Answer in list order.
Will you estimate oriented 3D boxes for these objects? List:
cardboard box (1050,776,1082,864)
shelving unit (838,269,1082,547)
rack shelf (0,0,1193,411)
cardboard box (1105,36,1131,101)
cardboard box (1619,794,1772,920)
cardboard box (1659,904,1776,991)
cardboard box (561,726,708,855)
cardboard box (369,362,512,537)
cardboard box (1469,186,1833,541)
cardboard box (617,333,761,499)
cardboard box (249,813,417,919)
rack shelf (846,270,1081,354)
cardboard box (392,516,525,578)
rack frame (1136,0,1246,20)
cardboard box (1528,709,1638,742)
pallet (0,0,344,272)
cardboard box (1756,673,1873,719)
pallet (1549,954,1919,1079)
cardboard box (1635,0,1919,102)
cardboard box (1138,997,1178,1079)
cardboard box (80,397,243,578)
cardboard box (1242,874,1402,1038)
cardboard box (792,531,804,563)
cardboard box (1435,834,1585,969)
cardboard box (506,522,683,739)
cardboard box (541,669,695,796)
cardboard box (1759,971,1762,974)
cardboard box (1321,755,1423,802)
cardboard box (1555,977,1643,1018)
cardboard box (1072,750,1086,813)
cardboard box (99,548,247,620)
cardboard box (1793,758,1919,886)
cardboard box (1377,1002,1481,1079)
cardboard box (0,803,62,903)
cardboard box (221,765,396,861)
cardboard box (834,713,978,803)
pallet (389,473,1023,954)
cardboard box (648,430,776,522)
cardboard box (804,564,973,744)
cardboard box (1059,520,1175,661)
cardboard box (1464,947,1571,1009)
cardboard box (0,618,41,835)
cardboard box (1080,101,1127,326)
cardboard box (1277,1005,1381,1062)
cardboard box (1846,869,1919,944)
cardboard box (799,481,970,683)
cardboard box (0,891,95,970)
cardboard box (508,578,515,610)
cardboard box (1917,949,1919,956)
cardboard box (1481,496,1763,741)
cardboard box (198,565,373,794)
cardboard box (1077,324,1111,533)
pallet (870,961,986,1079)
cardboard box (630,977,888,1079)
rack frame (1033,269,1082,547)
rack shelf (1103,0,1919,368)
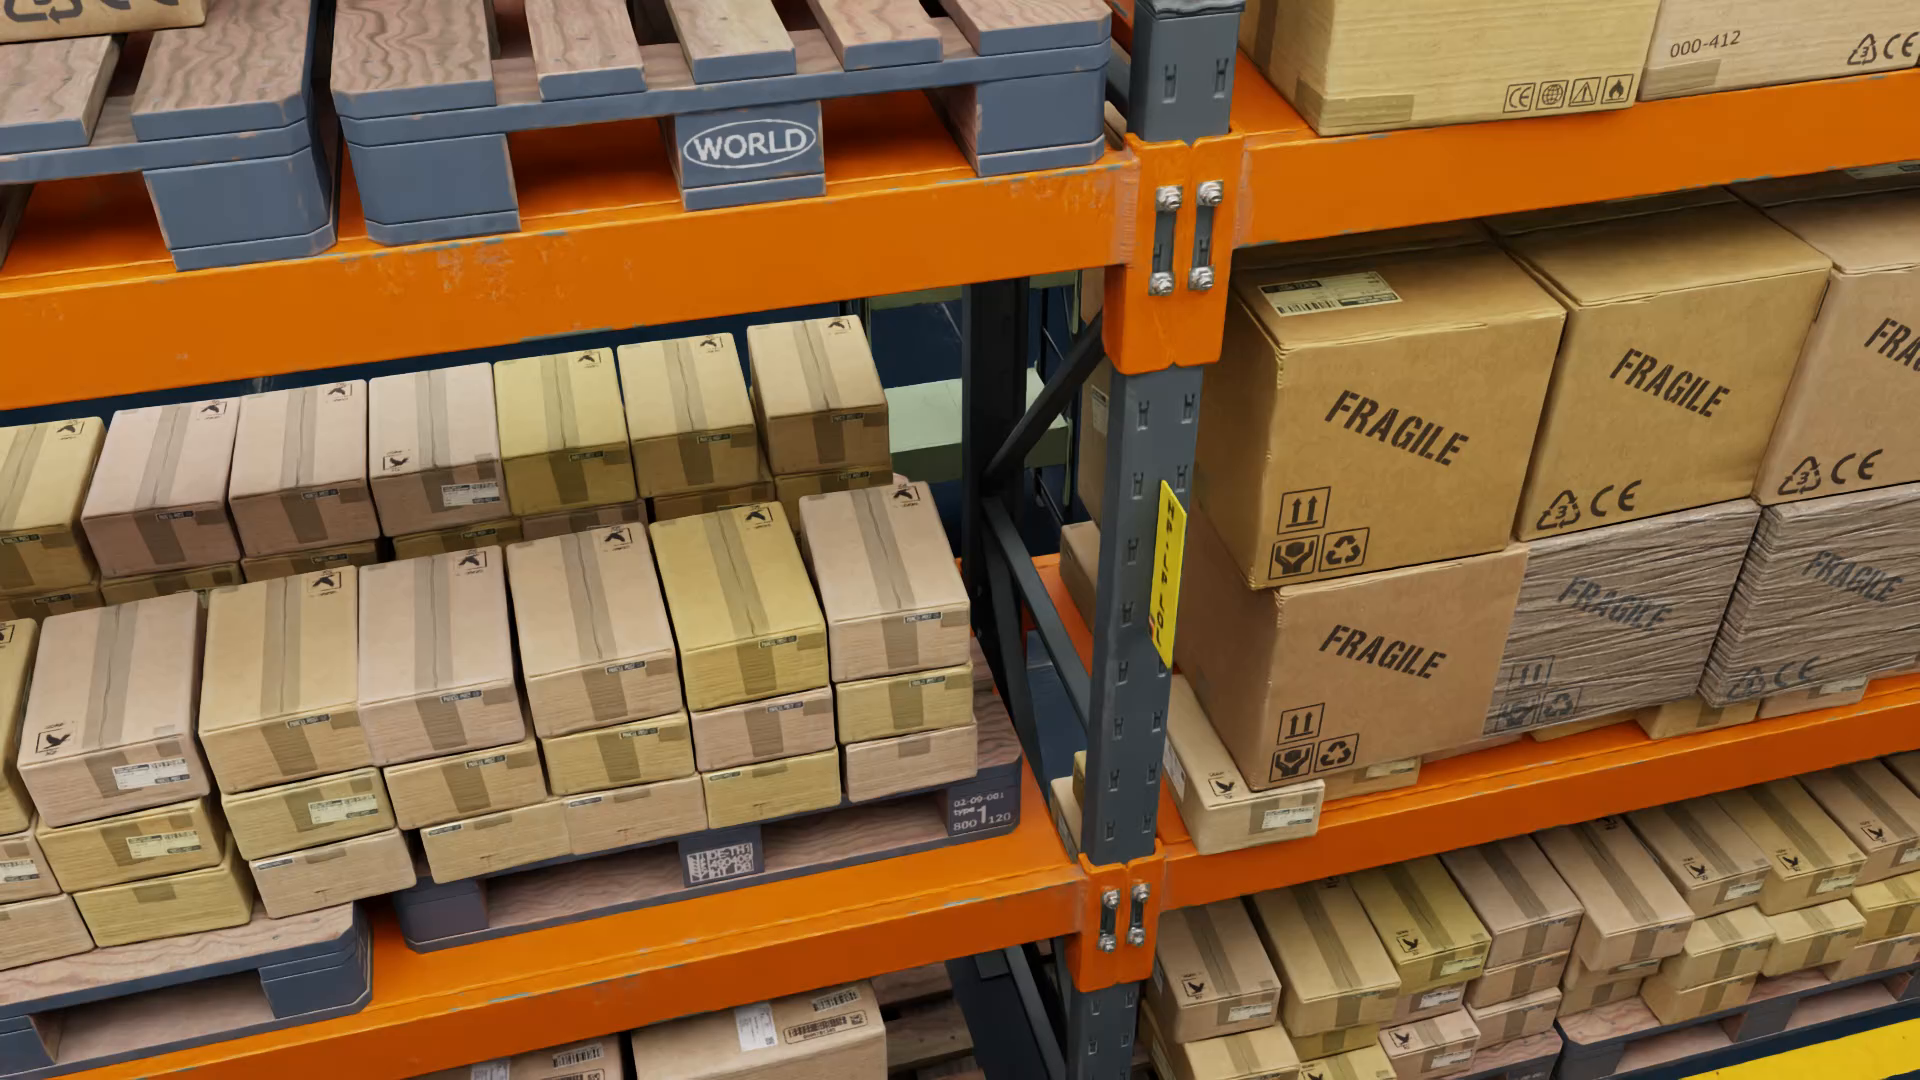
[{"bbox_3d":[0.414,0.806,4.484,0.250,0.149,0.380,-9,38,-11],"label":"cardboard box"},{"bbox_3d":[-0.006,-0.595,5.793,0.755,1.500,0.431,-9,38,-12],"label":"shelving unit"},{"bbox_3d":[-1.738,-0.394,2.420,4.000,0.370,1.077,-9,38,-12],"label":"rack shelf"},{"bbox_3d":[0.524,-2.254,8.130,0.875,0.875,0.875,-9,38,-12],"label":"cardboard box"},{"bbox_3d":[1.847,0.775,4.280,0.250,0.149,0.380,-11,39,-14],"label":"cardboard box"},{"bbox_3d":[1.866,0.946,4.300,0.250,0.149,0.380,-10,38,-12],"label":"cardboard box"},{"bbox_3d":[-0.630,0.387,3.137,0.250,0.149,0.380,-9,38,-12],"label":"cardboard box"},{"bbox_3d":[-1.065,-0.191,3.402,0.250,0.149,0.380,-10,38,-13],"label":"cardboard box"},{"bbox_3d":[1.189,-0.380,3.128,0.500,0.500,0.500,-10,39,-13],"label":"cardboard box"},{"bbox_3d":[-0.575,-0.268,3.503,0.250,0.149,0.380,-8,38,-11],"label":"cardboard box"},{"bbox_3d":[-1.140,0.474,3.023,0.250,0.149,0.380,-11,39,-14],"label":"cardboard box"},{"bbox_3d":[-0.006,-0.905,5.556,0.720,0.370,0.431,-9,38,-12],"label":"rack shelf"},{"bbox_3d":[-1.057,-0.073,3.493,0.250,0.149,0.380,-11,39,-14],"label":"cardboard box"},{"bbox_3d":[0.193,-2.188,1.704,0.127,3.000,1.000,-9,38,-12],"label":"rack frame"},{"bbox_3d":[1.289,0.245,3.668,0.250,0.149,0.380,-11,39,-14],"label":"cardboard box"},{"bbox_3d":[-1.431,-0.721,2.409,1.003,0.211,1.213,-9,38,-12],"label":"pallet"},{"bbox_3d":[1.810,0.205,3.721,0.250,0.149,0.380,-8,38,-10],"label":"cardboard box"},{"bbox_3d":[2.012,0.980,4.795,1.213,0.211,1.003,-9,38,-12],"label":"pallet"},{"bbox_3d":[1.190,-0.940,2.665,0.500,0.250,0.500,-10,39,-13],"label":"cardboard box"},{"bbox_3d":[0.628,1.291,4.094,0.250,0.149,0.380,-11,39,-14],"label":"cardboard box"},{"bbox_3d":[-1.555,-0.110,3.297,0.250,0.149,0.380,-8,38,-10],"label":"cardboard box"},{"bbox_3d":[0.861,0.982,4.008,0.250,0.149,0.380,-8,38,-10],"label":"cardboard box"},{"bbox_3d":[-0.307,-0.080,3.746,0.250,0.149,0.380,-11,39,-14],"label":"cardboard box"},{"bbox_3d":[1.338,0.859,4.170,0.250,0.149,0.380,-10,39,-13],"label":"cardboard box"},{"bbox_3d":[-0.653,0.152,2.953,0.250,0.149,0.380,-11,39,-13],"label":"cardboard box"},{"bbox_3d":[-0.634,0.269,3.046,0.250,0.149,0.380,-8,38,-10],"label":"cardboard box"},{"bbox_3d":[2.104,0.975,4.507,0.250,0.149,0.380,-8,38,-11],"label":"cardboard box"},{"bbox_3d":[0.782,0.357,3.521,0.250,0.149,0.380,-8,38,-11],"label":"cardboard box"},{"bbox_3d":[1.594,1.046,4.414,0.250,0.149,0.380,-11,39,-14],"label":"cardboard box"},{"bbox_3d":[0.469,0.715,4.358,0.250,0.149,0.380,-8,38,-11],"label":"cardboard box"},{"bbox_3d":[-1.573,0.013,3.380,0.250,0.149,0.380,-10,39,-13],"label":"cardboard box"},{"bbox_3d":[2.340,0.700,4.377,0.250,0.149,0.380,-11,39,-13],"label":"cardboard box"},{"bbox_3d":[1.112,1.179,4.241,0.250,0.149,0.380,-9,38,-12],"label":"cardboard box"},{"bbox_3d":[-1.647,0.435,2.829,0.250,0.149,0.380,-8,38,-10],"label":"cardboard box"},{"bbox_3d":[-1.148,0.355,2.934,0.250,0.149,0.380,-11,39,-14],"label":"cardboard box"},{"bbox_3d":[-0.139,0.307,3.241,0.250,0.149,0.380,-10,39,-13],"label":"cardboard box"},{"bbox_3d":[-0.583,0.307,3.538,1.213,0.211,1.003,-9,38,-12],"label":"pallet"},{"bbox_3d":[-0.557,-0.155,3.601,0.250,0.149,0.380,-10,39,-13],"label":"cardboard box"},{"bbox_3d":[-0.140,0.189,3.151,0.250,0.149,0.380,-8,38,-11],"label":"cardboard box"},{"bbox_3d":[0.408,0.112,3.841,0.250,0.149,0.380,-10,38,-12],"label":"cardboard box"},{"bbox_3d":[1.335,0.979,4.257,0.250,0.149,0.380,-11,39,-14],"label":"cardboard box"},{"bbox_3d":[-1.662,0.319,2.735,0.250,0.149,0.380,-10,39,-13],"label":"cardboard box"},{"bbox_3d":[0.576,-0.593,3.407,0.500,0.500,0.500,-11,39,-14],"label":"cardboard box"},{"bbox_3d":[0.847,1.080,4.126,0.250,0.149,0.380,-9,38,-12],"label":"cardboard box"},{"bbox_3d":[2.369,0.862,4.410,0.250,0.149,0.380,-7,38,-10],"label":"cardboard box"},{"bbox_3d":[-0.144,0.070,3.062,0.250,0.149,0.380,-8,38,-10],"label":"cardboard box"},{"bbox_3d":[-1.653,0.557,2.914,0.250,0.149,0.380,-11,39,-13],"label":"cardboard box"},{"bbox_3d":[-1.058,0.044,3.584,0.250,0.149,0.380,-9,38,-11],"label":"cardboard box"},{"bbox_3d":[2.637,0.948,4.543,0.250,0.149,0.380,-11,39,-14],"label":"cardboard box"},{"bbox_3d":[1.213,0.024,3.423,0.500,0.500,0.500,-9,38,-12],"label":"cardboard box"},{"bbox_3d":[-1.144,0.231,2.851,0.250,0.149,0.380,-11,39,-13],"label":"cardboard box"},{"bbox_3d":[0.586,-0.205,3.723,0.500,0.500,0.500,-9,38,-12],"label":"cardboard box"},{"bbox_3d":[-0.558,1.427,4.211,1.213,0.211,1.003,-9,38,-12],"label":"pallet"},{"bbox_3d":[-0.460,0.989,3.582,0.500,0.250,0.500,-10,39,-13],"label":"cardboard box"},{"bbox_3d":[0.347,-0.653,5.869,0.023,1.500,0.400,-9,38,-12],"label":"rack frame"},{"bbox_3d":[2.124,-1.028,3.248,4.000,0.370,1.077,-9,38,-12],"label":"rack shelf"}]
